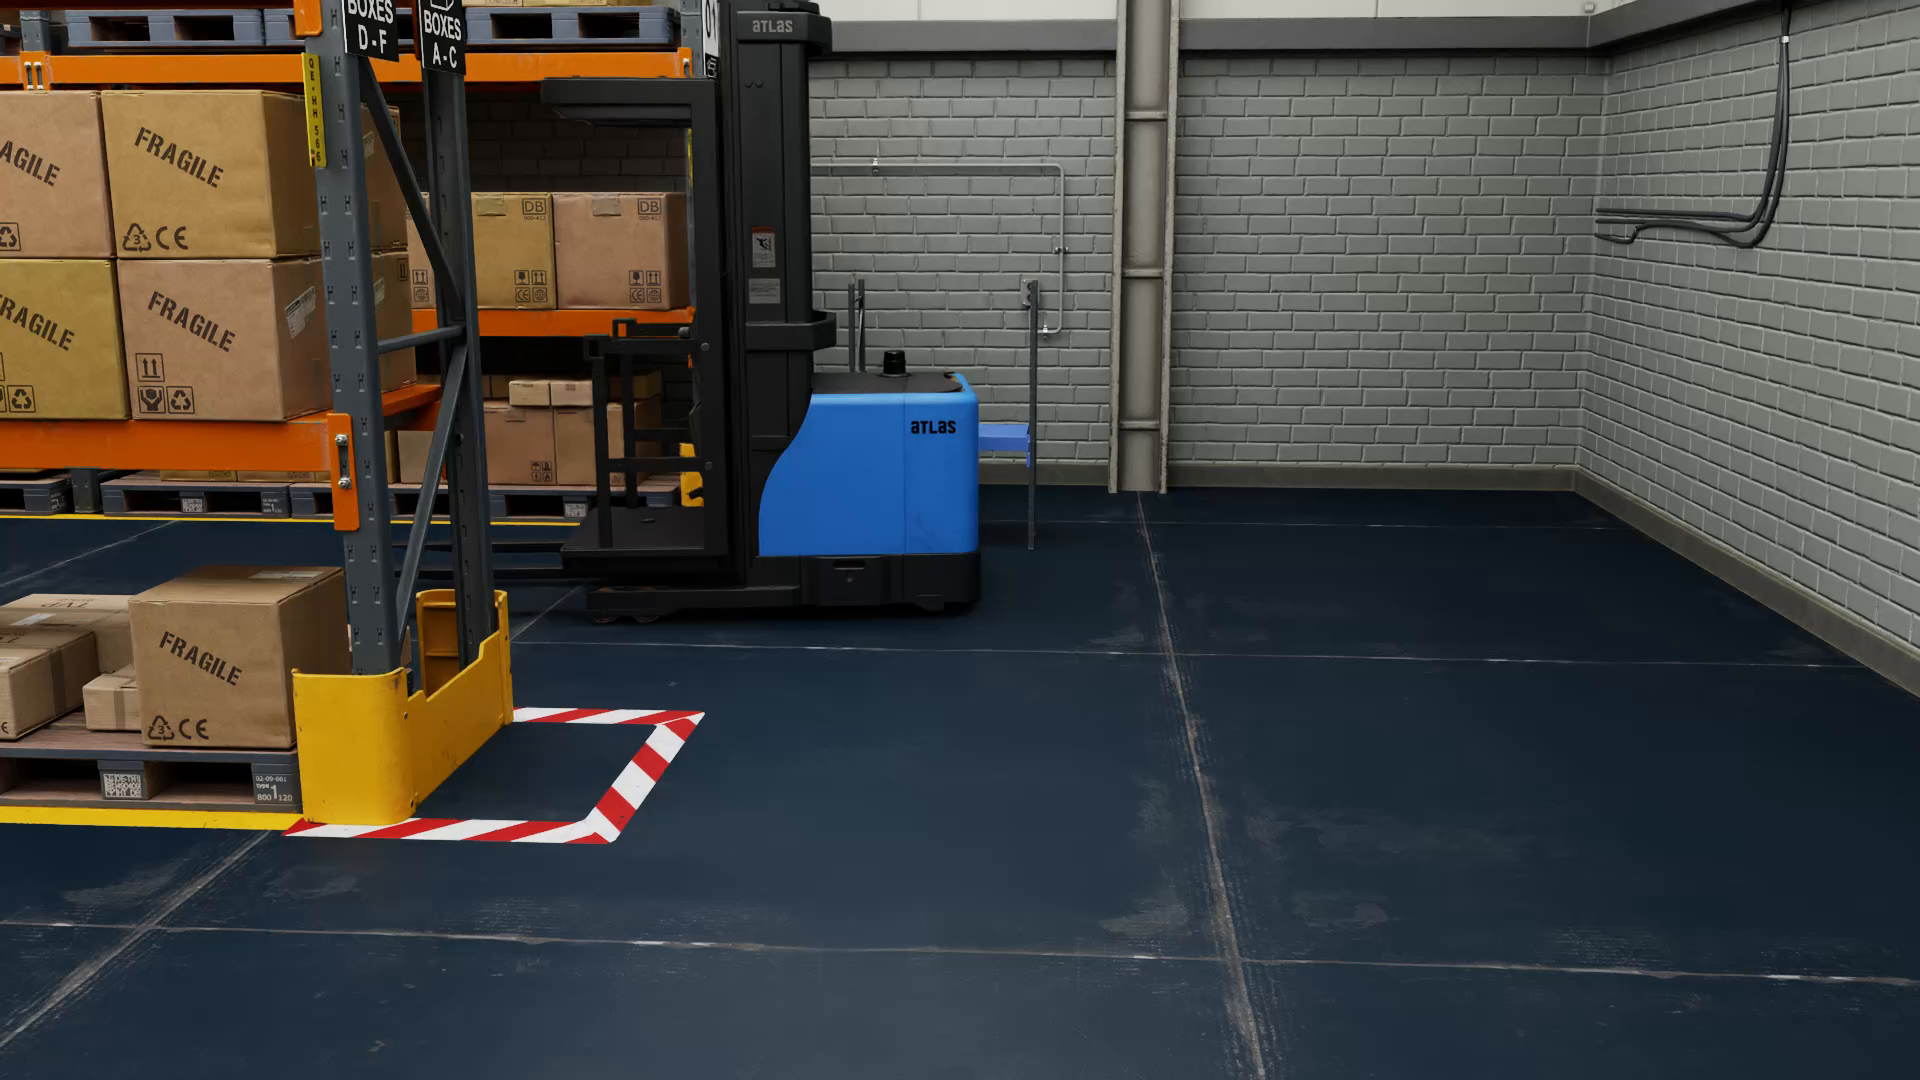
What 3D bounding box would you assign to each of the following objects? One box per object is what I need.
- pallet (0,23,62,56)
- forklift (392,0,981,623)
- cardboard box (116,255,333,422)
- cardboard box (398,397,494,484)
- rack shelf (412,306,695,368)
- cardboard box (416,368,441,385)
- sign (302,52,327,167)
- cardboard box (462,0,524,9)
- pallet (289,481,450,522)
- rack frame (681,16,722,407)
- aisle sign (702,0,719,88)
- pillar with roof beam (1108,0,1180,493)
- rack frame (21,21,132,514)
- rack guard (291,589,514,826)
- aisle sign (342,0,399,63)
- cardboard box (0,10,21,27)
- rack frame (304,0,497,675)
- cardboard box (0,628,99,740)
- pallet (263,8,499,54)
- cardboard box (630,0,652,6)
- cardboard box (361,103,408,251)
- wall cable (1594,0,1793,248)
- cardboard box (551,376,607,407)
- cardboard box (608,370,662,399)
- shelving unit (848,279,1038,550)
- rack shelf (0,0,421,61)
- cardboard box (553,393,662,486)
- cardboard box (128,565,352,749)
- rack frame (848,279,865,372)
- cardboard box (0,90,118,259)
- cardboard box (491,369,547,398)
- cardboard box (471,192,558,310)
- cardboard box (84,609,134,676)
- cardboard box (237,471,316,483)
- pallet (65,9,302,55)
[{"bbox_3d":[-6.442,-3.110,10.452,1.217,0.209,0.805,0,12,1],"label":"pallet"},{"bbox_3d":[-1.439,-1.153,8.119,3.031,2.935,1.130,-1,12,-4],"label":"forklift"},{"bbox_3d":[-2.325,-0.666,5.381,0.500,0.500,0.500,1,12,5],"label":"cardboard box"},{"bbox_3d":[-3.239,-0.663,10.692,0.500,0.500,0.700,0,12,2],"label":"cardboard box"},{"bbox_3d":[-3.528,-1.354,10.671,4.000,0.370,1.077,1,12,4],"label":"rack shelf"},{"bbox_3d":[-3.365,-1.023,10.829,0.250,0.149,0.380,1,12,4],"label":"cardboard box"},{"bbox_3d":[-1.917,-1.275,4.937,0.005,0.325,0.100,1,12,4],"label":"sign"},{"bbox_3d":[-2.800,-3.291,9.943,0.500,0.250,0.500,0,12,2],"label":"cardboard box"},{"bbox_3d":[-3.550,-0.326,10.810,1.213,0.211,1.003,1,12,4],"label":"pallet"},{"bbox_3d":[-1.533,-1.679,10.466,0.127,3.000,1.000,1,12,4],"label":"rack frame"},{"bbox_3d":[-1.481,-2.889,9.903,0.004,0.787,0.394,1,12,4],"label":"aisle sign"},{"bbox_3d":[0.932,-3.875,6.316,0.400,9.000,9.100,1,12,4],"label":"pillar with roof beam"},{"bbox_3d":[-5.524,-1.733,10.728,0.127,3.000,1.000,1,12,4],"label":"rack frame"},{"bbox_3d":[-1.936,0.556,5.889,0.348,0.500,1.175,1,12,4],"label":"rack guard"},{"bbox_3d":[-1.812,-1.875,5.058,0.004,0.787,0.394,1,12,4],"label":"aisle sign"},{"bbox_3d":[-6.394,-3.500,10.530,0.500,0.500,0.700,0,12,1],"label":"cardboard box"},{"bbox_3d":[-1.860,-0.667,5.628,0.127,3.000,1.000,1,12,4],"label":"rack frame"},{"bbox_3d":[-3.365,0.488,5.751,0.500,0.250,0.500,1,12,4],"label":"cardboard box"},{"bbox_3d":[-3.494,-3.128,10.284,1.213,0.211,1.003,1,12,4],"label":"pallet"},{"bbox_3d":[-2.245,-3.388,10.409,0.500,0.250,0.500,1,12,7],"label":"cardboard box"},{"bbox_3d":[-2.285,-1.265,5.802,0.500,0.500,0.500,1,12,5],"label":"cardboard box"},{"bbox_3d":[4.087,-2.945,9.451,0.112,2.526,3.097,1,12,4],"label":"wall cable"},{"bbox_3d":[-2.378,-0.932,10.391,0.250,0.149,0.380,1,12,3],"label":"cardboard box"},{"bbox_3d":[-2.100,-1.006,10.748,0.250,0.149,0.380,1,12,4],"label":"cardboard box"},{"bbox_3d":[-0.085,-0.735,9.620,1.048,1.500,0.538,1,12,4],"label":"shelving unit"},{"bbox_3d":[-3.855,-1.810,5.526,4.000,0.370,1.077,1,12,4],"label":"rack shelf"},{"bbox_3d":[-2.238,-0.650,10.627,0.500,0.500,0.700,1,12,4],"label":"cardboard box"},{"bbox_3d":[-2.419,0.385,5.634,0.500,0.500,0.500,1,12,4],"label":"cardboard box"},{"bbox_3d":[-0.592,-0.742,9.653,0.032,1.500,0.500,1,12,4],"label":"rack frame"},{"bbox_3d":[-2.826,-1.162,5.308,0.500,0.500,0.500,1,12,5],"label":"cardboard box"},{"bbox_3d":[-2.855,-1.017,10.797,0.250,0.149,0.380,1,12,4],"label":"cardboard box"},{"bbox_3d":[-2.769,-1.838,10.496,0.700,0.700,0.980,1,12,3],"label":"cardboard box"},{"bbox_3d":[-2.882,0.392,6.210,0.500,0.250,0.500,1,12,4],"label":"cardboard box"},{"bbox_3d":[-4.283,-0.677,10.756,0.500,0.500,0.700,1,12,3],"label":"cardboard box"},{"bbox_3d":[-4.708,-3.145,10.366,1.213,0.211,1.003,1,12,4],"label":"pallet"}]
